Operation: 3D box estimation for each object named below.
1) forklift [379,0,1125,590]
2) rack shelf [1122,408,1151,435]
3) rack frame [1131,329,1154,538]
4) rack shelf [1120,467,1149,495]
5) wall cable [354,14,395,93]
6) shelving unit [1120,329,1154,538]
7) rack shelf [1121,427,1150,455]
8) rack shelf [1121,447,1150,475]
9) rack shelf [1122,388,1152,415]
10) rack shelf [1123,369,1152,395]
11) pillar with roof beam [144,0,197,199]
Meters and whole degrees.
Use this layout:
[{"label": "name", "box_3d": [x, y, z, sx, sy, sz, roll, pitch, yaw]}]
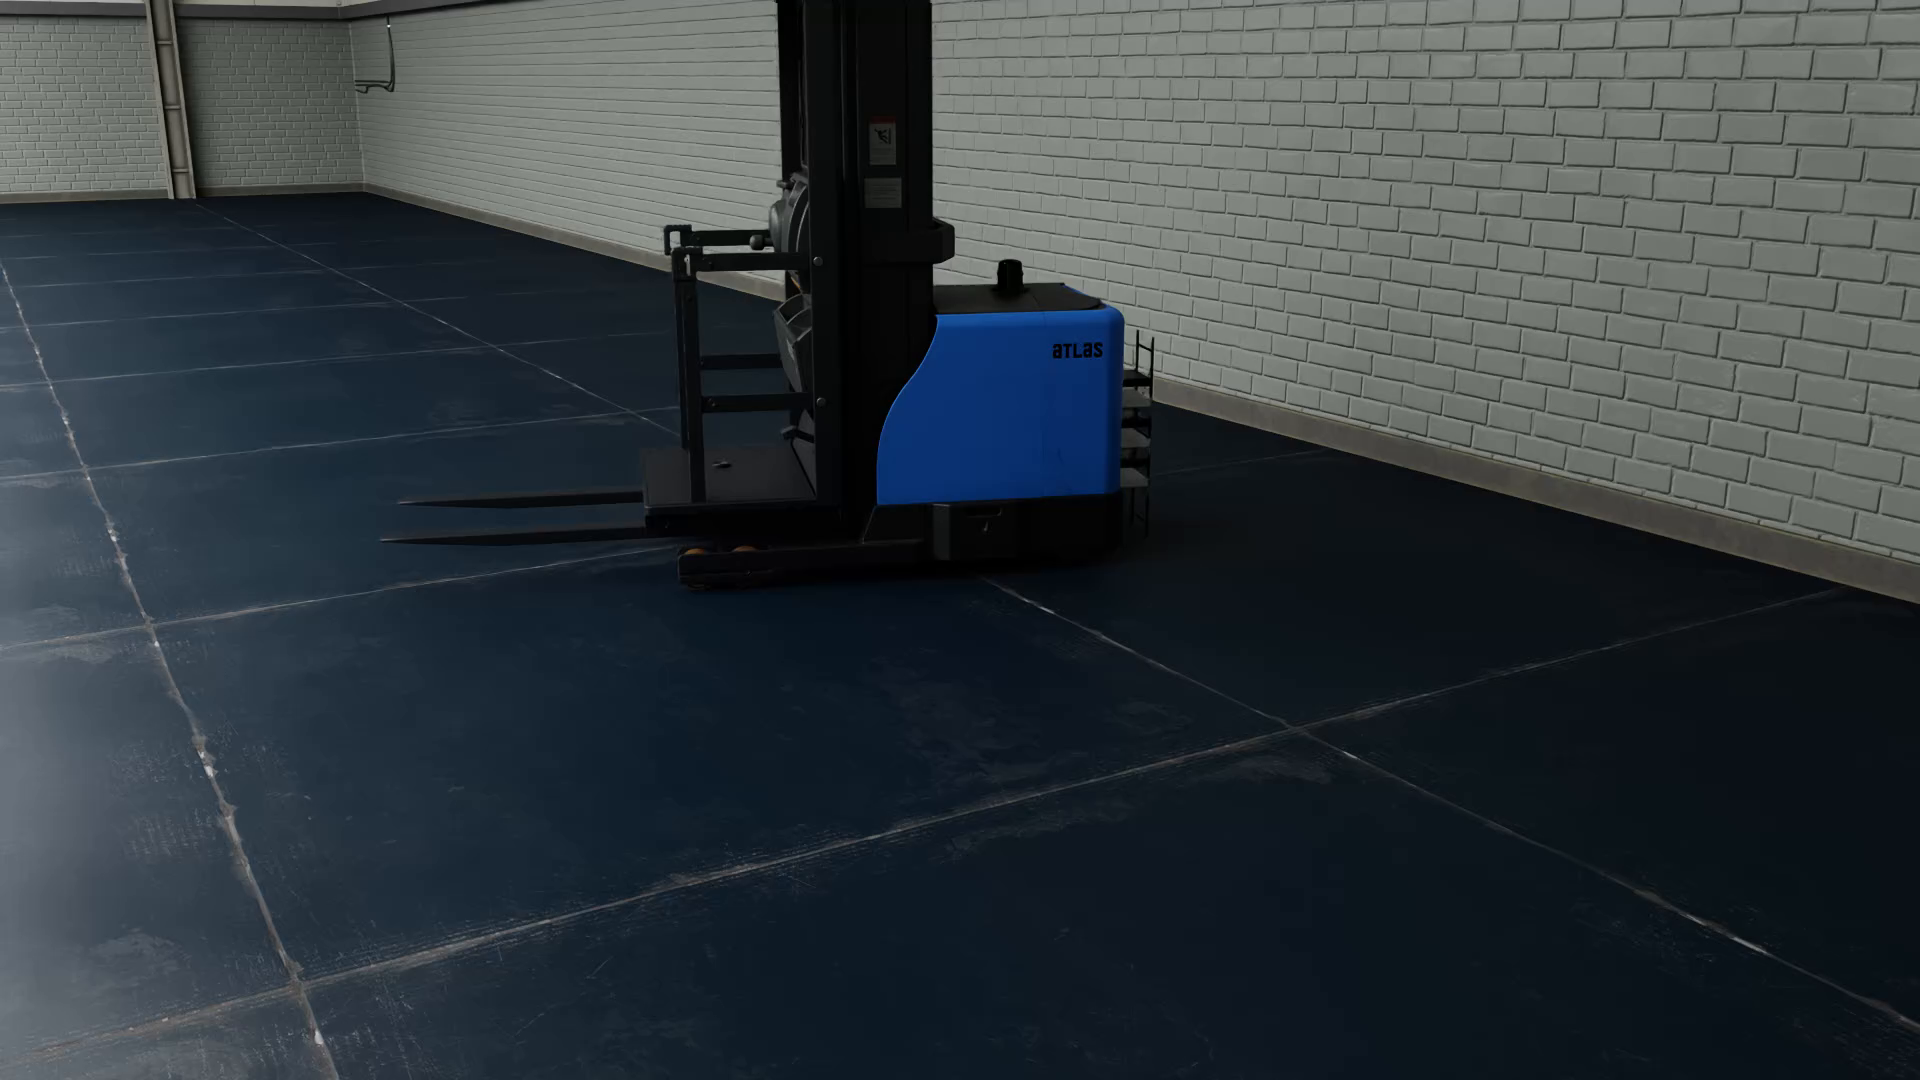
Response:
[{"label": "forklift", "box_3d": [-0.880, -1.364, 6.844, 3.031, 2.935, 1.130, -3, 16, -11]}, {"label": "rack shelf", "box_3d": [0.715, -0.525, 7.405, 0.200, 0.077, 0.258, -3, 16, -11]}, {"label": "rack frame", "box_3d": [0.815, -0.476, 7.440, 0.006, 0.900, 0.240, -3, 16, -11]}, {"label": "rack shelf", "box_3d": [0.715, -0.265, 7.478, 0.200, 0.077, 0.258, -3, 16, -11]}, {"label": "wall cable", "box_3d": [-9.802, -8.663, 27.395, 0.112, 2.526, 3.097, -9, 18, -30]}, {"label": "shelving unit", "box_3d": [0.715, -0.470, 7.421, 0.210, 0.900, 0.258, -3, 16, -11]}, {"label": "rack shelf", "box_3d": [0.715, -0.438, 7.430, 0.200, 0.077, 0.258, -3, 16, -11]}, {"label": "rack shelf", "box_3d": [0.715, -0.352, 7.454, 0.200, 0.077, 0.258, -3, 16, -11]}, {"label": "rack shelf", "box_3d": [0.715, -0.612, 7.381, 0.200, 0.077, 0.258, -3, 16, -11]}, {"label": "rack shelf", "box_3d": [0.715, -0.698, 7.357, 0.200, 0.077, 0.258, -3, 16, -11]}, {"label": "pillar with roof beam", "box_3d": [-10.791, -9.059, 23.053, 0.400, 9.000, 9.100, -9, 18, -30]}]
